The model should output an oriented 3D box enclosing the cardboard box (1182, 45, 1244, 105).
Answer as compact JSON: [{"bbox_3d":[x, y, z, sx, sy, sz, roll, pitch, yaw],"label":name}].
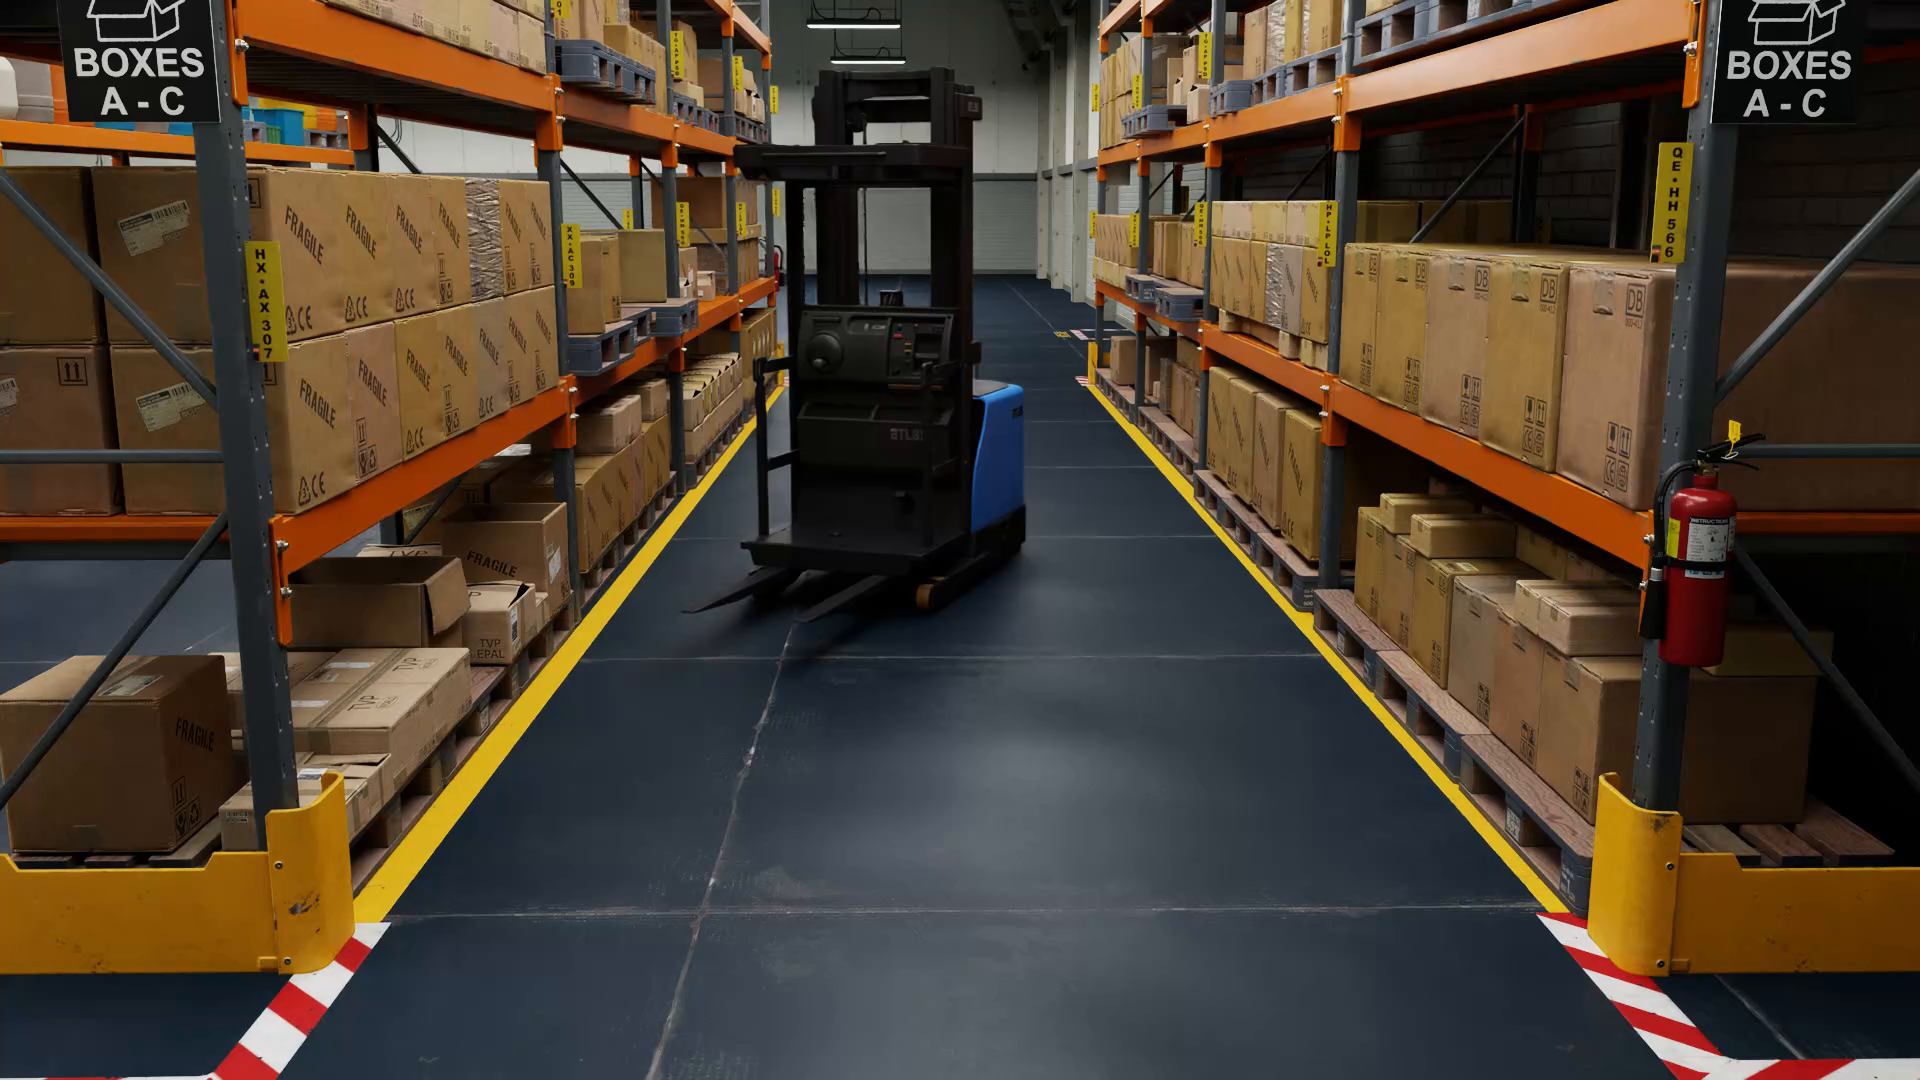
[{"bbox_3d":[2.220,-4.002,14.387,0.500,0.500,0.500,-1,11,-3],"label":"cardboard box"}]

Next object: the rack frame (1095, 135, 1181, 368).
[{"bbox_3d":[2.180,-3.426,20.402,1.000,3.000,0.127,0,11,-1],"label":"rack frame"}]

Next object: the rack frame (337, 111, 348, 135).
[{"bbox_3d":[-7.725,-6.325,19.605,1.000,3.000,0.127,0,11,-1],"label":"rack frame"}]

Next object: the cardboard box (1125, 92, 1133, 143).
[{"bbox_3d":[2.008,-4.360,17.158,0.500,0.500,0.500,-1,12,-6],"label":"cardboard box"}]

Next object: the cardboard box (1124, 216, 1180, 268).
[{"bbox_3d":[1.944,-3.027,16.878,0.500,0.500,0.500,0,11,-1],"label":"cardboard box"}]

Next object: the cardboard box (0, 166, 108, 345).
[{"bbox_3d":[-2.726,-0.851,4.942,0.500,0.500,0.500,0,11,-2],"label":"cardboard box"}]

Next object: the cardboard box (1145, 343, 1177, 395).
[{"bbox_3d":[2.201,-1.828,17.703,0.500,0.500,0.500,-1,12,-5],"label":"cardboard box"}]

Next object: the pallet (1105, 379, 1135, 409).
[{"bbox_3d":[2.186,-1.641,18.615,1.003,0.211,1.213,0,11,-1],"label":"pallet"}]

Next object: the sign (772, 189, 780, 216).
[{"bbox_3d":[-2.230,-4.088,20.157,0.100,0.325,0.005,0,11,-1],"label":"sign"}]

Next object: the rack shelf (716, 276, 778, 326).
[{"bbox_3d":[-2.731,-2.655,18.410,1.077,0.370,4.000,0,11,-1],"label":"rack shelf"}]

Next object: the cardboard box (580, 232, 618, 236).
[{"bbox_3d":[-2.653,-1.762,10.893,0.700,0.500,0.500,2,12,10],"label":"cardboard box"}]

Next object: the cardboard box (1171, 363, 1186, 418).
[{"bbox_3d":[2.356,-1.373,15.461,0.700,0.500,0.500,0,11,-2],"label":"cardboard box"}]

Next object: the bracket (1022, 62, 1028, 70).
[{"bbox_3d":[2.027,-14.510,50.895,0.235,0.232,0.430,0,11,-1],"label":"bracket"}]

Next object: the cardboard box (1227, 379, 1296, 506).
[{"bbox_3d":[2.241,-0.667,11.154,0.750,0.750,0.750,0,11,-1],"label":"cardboard box"}]

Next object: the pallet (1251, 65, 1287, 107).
[{"bbox_3d":[2.438,-2.863,10.558,1.003,0.211,1.213,0,11,1],"label":"pallet"}]

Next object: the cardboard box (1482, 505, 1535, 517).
[{"bbox_3d":[2.556,-0.063,7.423,0.380,0.149,0.250,-1,11,-3],"label":"cardboard box"}]

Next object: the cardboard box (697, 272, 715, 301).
[{"bbox_3d":[-2.488,-2.370,15.534,0.396,0.266,0.258,-1,11,-3],"label":"cardboard box"}]

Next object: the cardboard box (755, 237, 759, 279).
[{"bbox_3d":[-2.775,-3.361,19.830,0.700,0.500,0.500,0,11,-1],"label":"cardboard box"}]

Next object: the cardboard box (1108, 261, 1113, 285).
[{"bbox_3d":[1.911,-2.959,18.427,0.500,0.250,0.500,0,11,-1],"label":"cardboard box"}]

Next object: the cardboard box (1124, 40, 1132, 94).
[{"bbox_3d":[1.959,-4.858,17.098,0.500,0.500,0.500,0,11,2],"label":"cardboard box"}]

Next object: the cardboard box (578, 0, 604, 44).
[{"bbox_3d":[-2.491,-3.159,9.982,0.600,0.600,0.600,-1,11,-3],"label":"cardboard box"}]

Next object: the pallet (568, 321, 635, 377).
[{"bbox_3d":[-2.432,-1.085,9.344,1.003,0.211,1.213,0,11,-1],"label":"pallet"}]

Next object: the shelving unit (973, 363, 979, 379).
[{"bbox_3d":[0.000,-0.591,10.954,0.258,1.200,0.189,0,11,-1],"label":"shelving unit"}]

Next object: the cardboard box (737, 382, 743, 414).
[{"bbox_3d":[-2.391,-1.387,16.210,0.500,0.250,0.500,0,11,-2],"label":"cardboard box"}]

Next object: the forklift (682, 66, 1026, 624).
[{"bbox_3d":[-0.553,-1.128,9.247,1.130,2.935,3.031,4,12,19],"label":"forklift"}]

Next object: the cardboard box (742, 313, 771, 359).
[{"bbox_3d":[-2.428,-2.327,18.956,0.500,0.500,0.500,0,11,-1],"label":"cardboard box"}]

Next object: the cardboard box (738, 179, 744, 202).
[{"bbox_3d":[-2.736,-3.682,18.149,0.700,0.500,0.500,0,11,-1],"label":"cardboard box"}]

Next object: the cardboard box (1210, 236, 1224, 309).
[{"bbox_3d":[2.100,-1.943,12.041,0.500,0.500,0.500,0,11,1],"label":"cardboard box"}]

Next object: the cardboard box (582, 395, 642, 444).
[{"bbox_3d":[-2.322,-0.773,10.620,0.500,0.250,0.500,0,11,-2],"label":"cardboard box"}]

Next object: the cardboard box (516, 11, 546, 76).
[{"bbox_3d":[-2.248,-2.320,7.786,0.500,0.250,0.500,0,11,-1],"label":"cardboard box"}]

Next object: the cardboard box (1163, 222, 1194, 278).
[{"bbox_3d":[2.244,-2.683,15.382,0.700,0.500,0.500,1,12,5],"label":"cardboard box"}]

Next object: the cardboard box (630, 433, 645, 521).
[{"bbox_3d":[-2.326,-0.413,10.731,0.500,0.500,0.500,-1,11,-3],"label":"cardboard box"}]

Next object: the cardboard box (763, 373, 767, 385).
[{"bbox_3d":[-2.423,-1.860,18.541,0.500,0.250,0.500,0,11,-1],"label":"cardboard box"}]

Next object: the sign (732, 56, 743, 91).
[{"bbox_3d":[-2.147,-4.492,16.018,0.100,0.325,0.005,0,11,-1],"label":"sign"}]

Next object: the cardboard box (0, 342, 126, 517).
[{"bbox_3d":[-2.723,-0.361,5.044,0.500,0.500,0.500,0,11,1],"label":"cardboard box"}]

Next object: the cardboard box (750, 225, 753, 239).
[{"bbox_3d":[-2.553,-3.492,18.842,0.380,0.149,0.250,0,11,1],"label":"cardboard box"}]

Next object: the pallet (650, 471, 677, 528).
[{"bbox_3d":[-2.629,-0.299,12.004,1.003,0.211,1.213,0,11,-1],"label":"pallet"}]

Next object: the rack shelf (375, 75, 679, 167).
[{"bbox_3d":[-2.566,-2.535,10.273,1.077,0.370,4.000,0,11,-1],"label":"rack shelf"}]

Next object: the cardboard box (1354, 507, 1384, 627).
[{"bbox_3d":[2.341,0.128,8.116,0.700,0.500,0.500,0,11,0],"label":"cardboard box"}]

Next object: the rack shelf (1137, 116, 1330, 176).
[{"bbox_3d":[2.304,-3.351,14.296,1.077,0.370,4.000,0,11,-1],"label":"rack shelf"}]

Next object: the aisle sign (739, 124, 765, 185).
[{"bbox_3d":[-2.480,-4.693,20.110,0.394,0.787,0.004,0,11,-1],"label":"aisle sign"}]

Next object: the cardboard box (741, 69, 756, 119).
[{"bbox_3d":[-2.598,-4.733,17.631,0.797,0.503,0.637,1,12,5],"label":"cardboard box"}]

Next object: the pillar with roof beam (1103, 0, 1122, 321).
[{"bbox_3d":[-1.493,-8.598,30.808,9.100,9.000,0.400,0,11,-1],"label":"pillar with roof beam"}]

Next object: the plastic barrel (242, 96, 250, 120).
[{"bbox_3d":[-7.556,-4.710,16.869,0.600,0.901,0.708,0,11,-1],"label":"plastic barrel"}]

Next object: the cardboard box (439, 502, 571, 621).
[{"bbox_3d":[-2.229,0.102,8.192,0.500,0.500,0.500,0,11,-1],"label":"cardboard box"}]

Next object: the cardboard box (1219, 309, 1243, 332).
[{"bbox_3d":[2.038,-1.553,11.750,0.380,0.149,0.250,0,11,1],"label":"cardboard box"}]

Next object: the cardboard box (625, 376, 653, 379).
[{"bbox_3d":[-2.889,-1.254,14.147,0.500,0.311,0.500,0,11,-2],"label":"cardboard box"}]

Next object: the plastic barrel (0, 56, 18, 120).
[{"bbox_3d":[-7.259,-3.383,12.364,0.421,0.512,0.421,0,11,0],"label":"plastic barrel"}]

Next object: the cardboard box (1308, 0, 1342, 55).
[{"bbox_3d":[2.444,-3.061,9.701,0.700,0.500,0.500,0,11,-2],"label":"cardboard box"}]

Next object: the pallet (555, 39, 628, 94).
[{"bbox_3d":[-2.468,-2.527,8.901,1.213,0.211,1.003,0,11,-1],"label":"pallet"}]

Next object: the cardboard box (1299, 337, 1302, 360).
[{"bbox_3d":[2.149,-1.095,9.494,0.380,0.149,0.250,0,11,1],"label":"cardboard box"}]

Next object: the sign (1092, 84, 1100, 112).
[{"bbox_3d":[1.638,-5.322,20.006,0.100,0.325,0.005,0,11,-1],"label":"sign"}]

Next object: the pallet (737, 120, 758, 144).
[{"bbox_3d":[-2.755,-4.448,18.117,1.003,0.211,1.213,0,11,-1],"label":"pallet"}]

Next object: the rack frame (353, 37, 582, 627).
[{"bbox_3d":[-2.524,-1.019,8.540,1.000,3.000,0.127,0,11,-1],"label":"rack frame"}]
